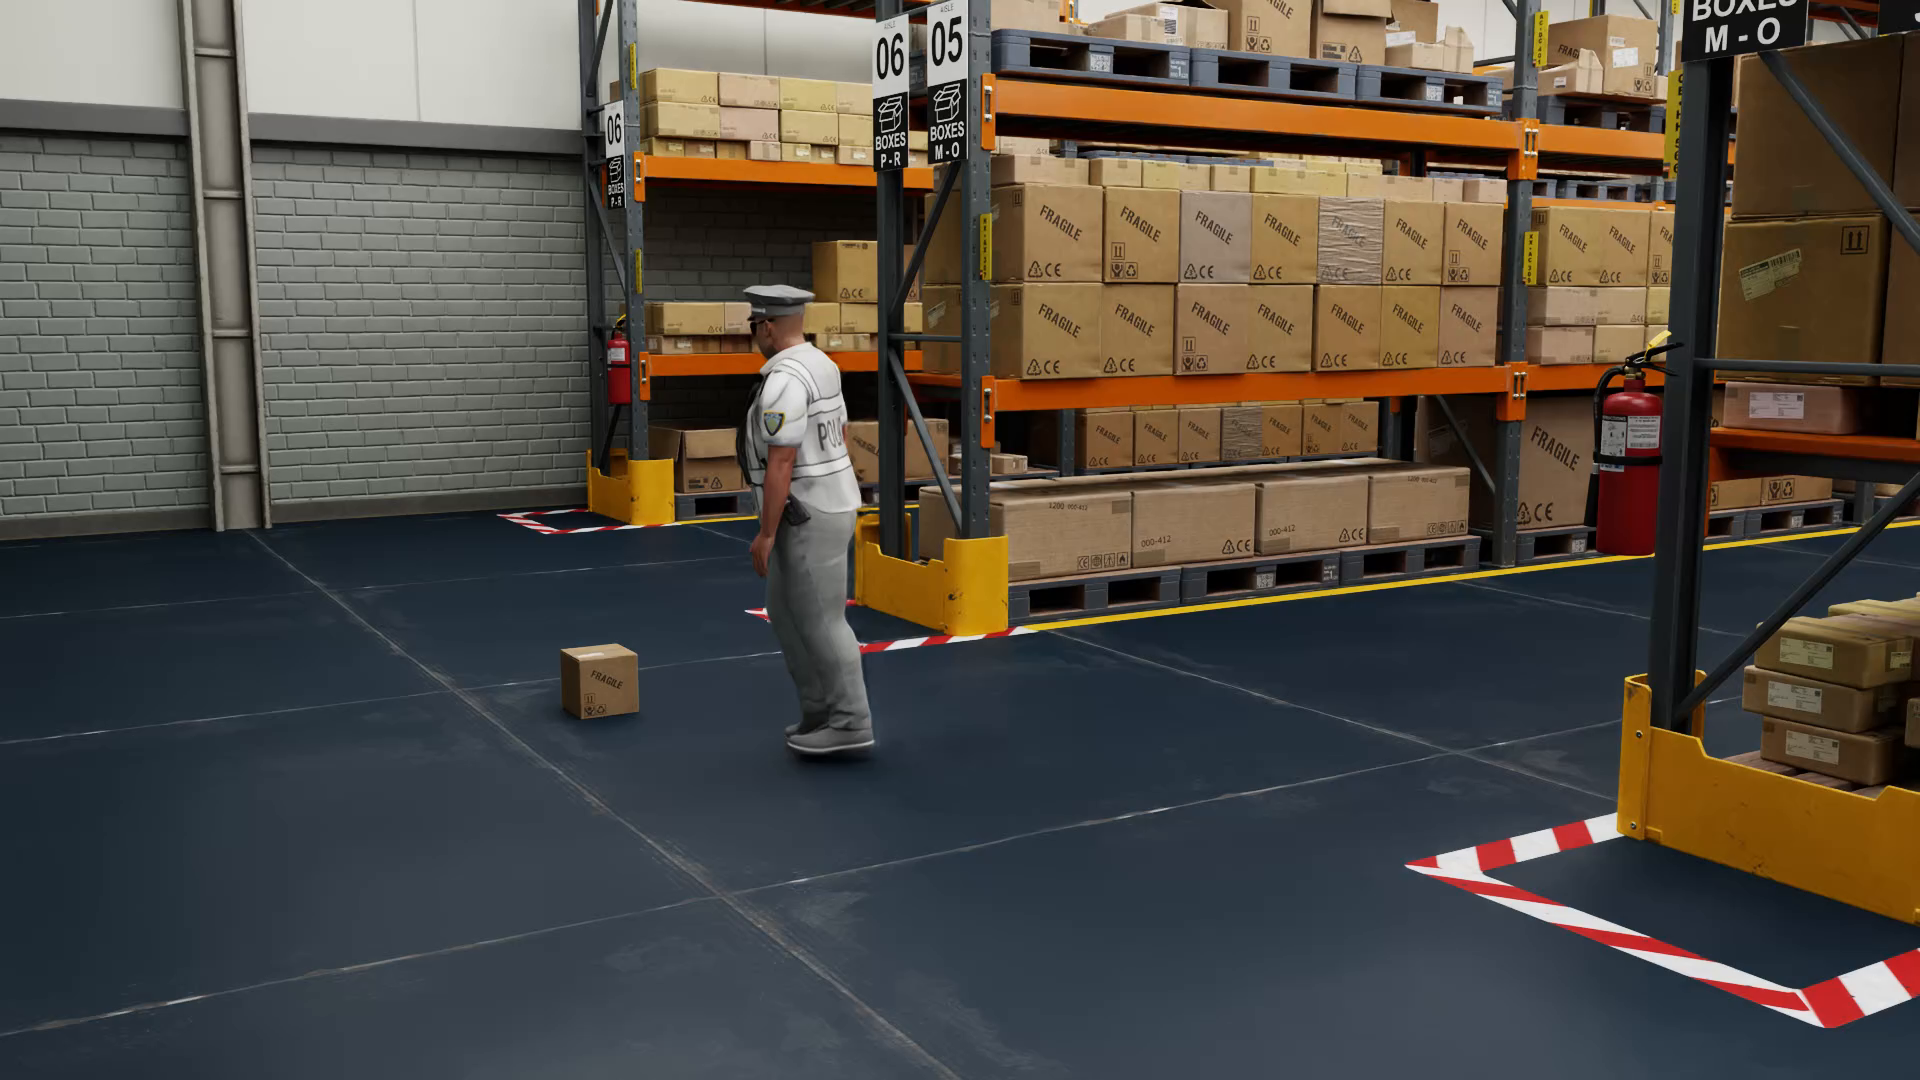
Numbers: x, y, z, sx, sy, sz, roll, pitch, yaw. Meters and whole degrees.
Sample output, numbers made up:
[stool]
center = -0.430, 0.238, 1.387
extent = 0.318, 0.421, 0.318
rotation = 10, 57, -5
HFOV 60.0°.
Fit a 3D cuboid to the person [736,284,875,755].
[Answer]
[person]
center = -0.555, -0.052, 6.196
extent = 0.483, 1.779, 0.584
rotation = 1, 8, 6
